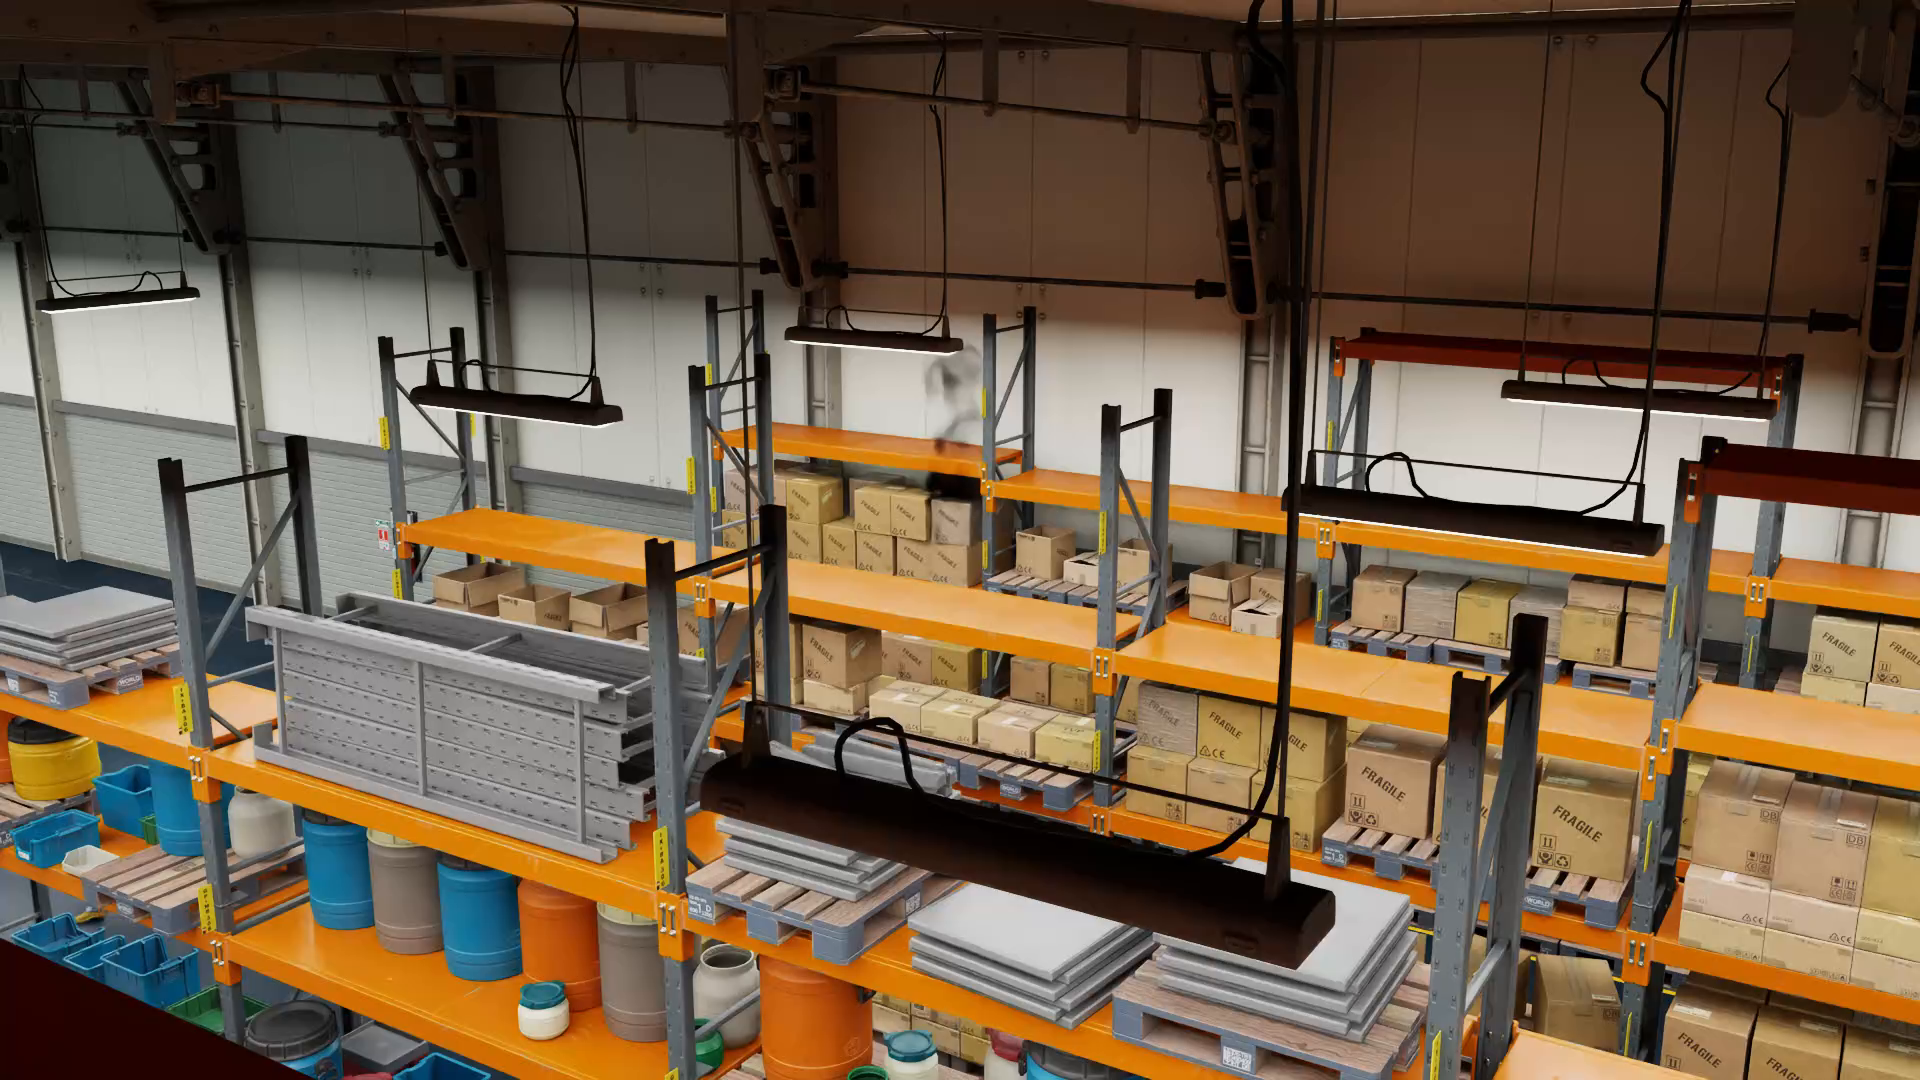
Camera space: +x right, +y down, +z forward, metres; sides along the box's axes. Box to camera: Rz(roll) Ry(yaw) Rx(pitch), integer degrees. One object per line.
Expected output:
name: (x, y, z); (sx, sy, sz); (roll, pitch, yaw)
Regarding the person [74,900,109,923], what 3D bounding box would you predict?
person: (-9.110, 3.105, 17.113); (0.612, 1.733, 0.683); (-11, 17, -37)
